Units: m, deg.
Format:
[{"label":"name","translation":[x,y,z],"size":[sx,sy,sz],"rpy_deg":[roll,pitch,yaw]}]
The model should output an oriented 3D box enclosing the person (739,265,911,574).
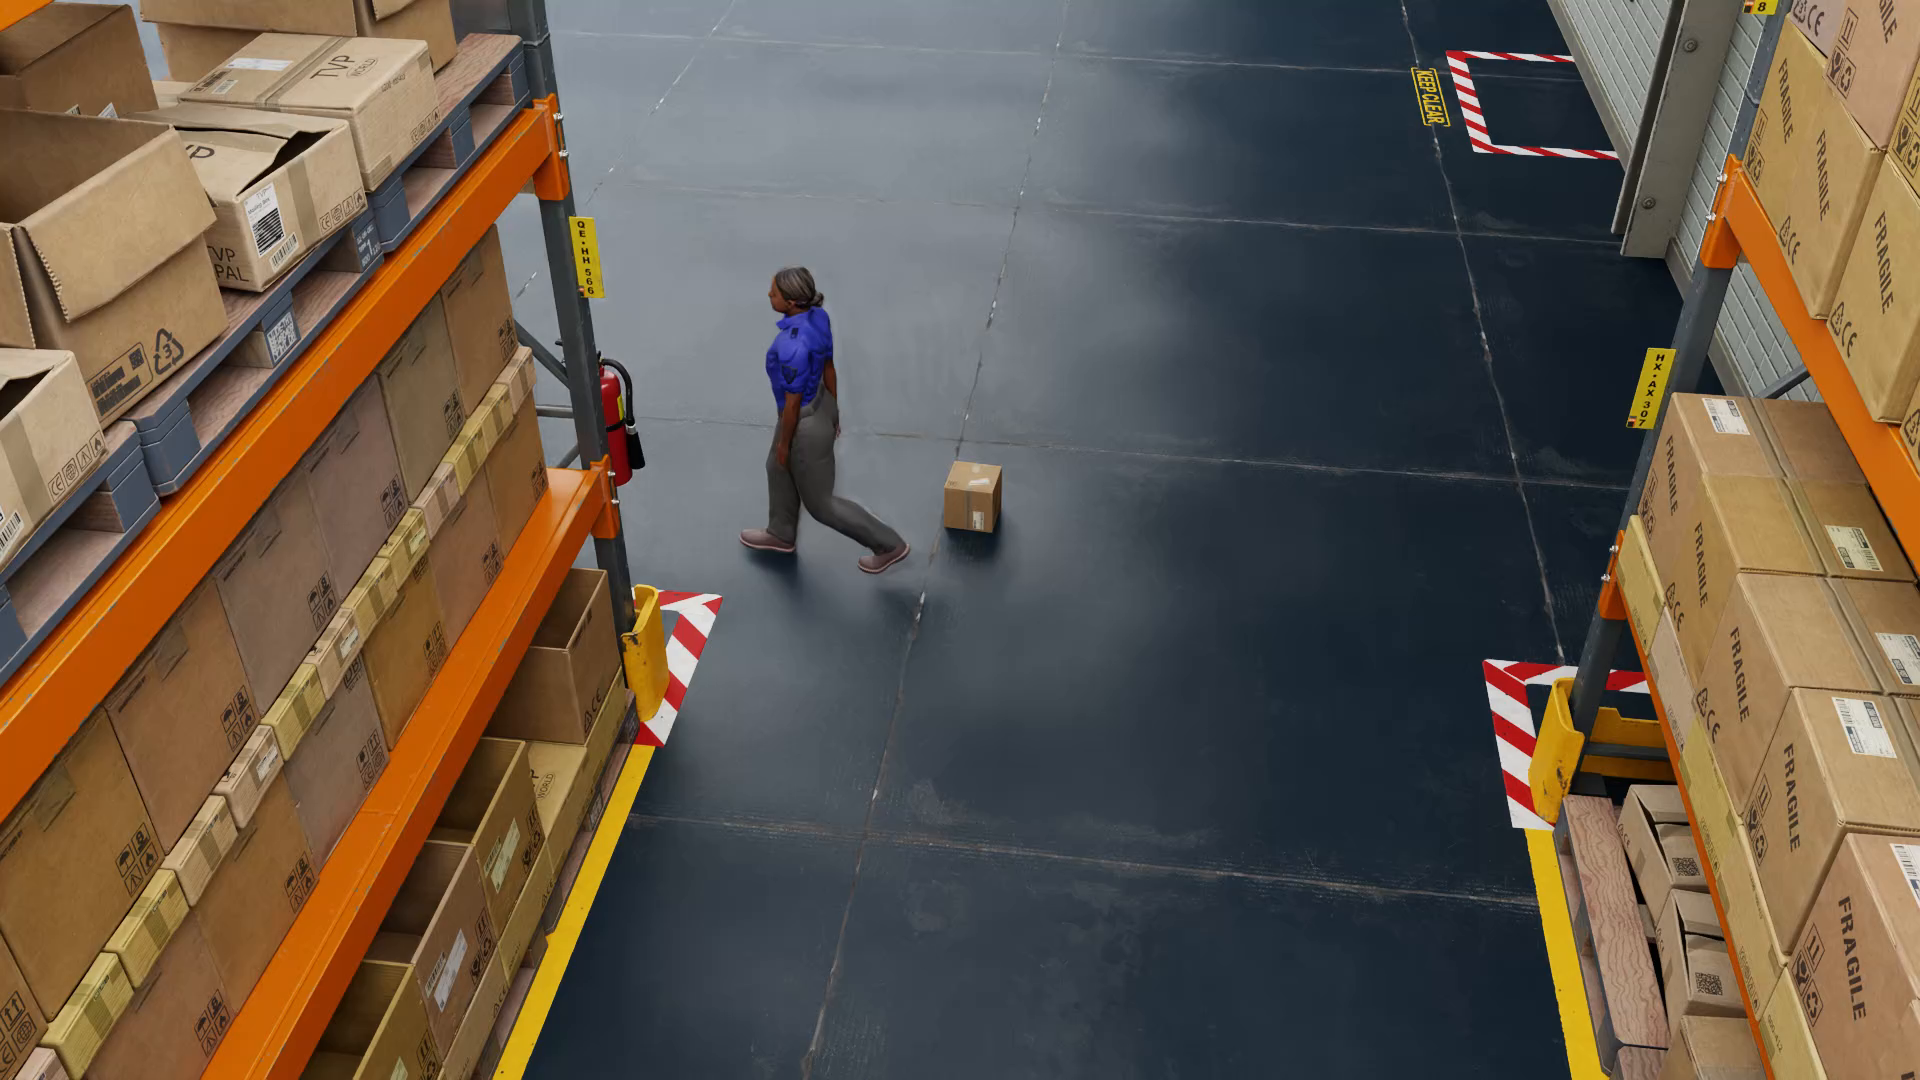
[{"label":"person","translation":[-0.674,-0.535,7.770],"size":[0.910,1.606,0.441],"rpy_deg":[5,37,6]}]
